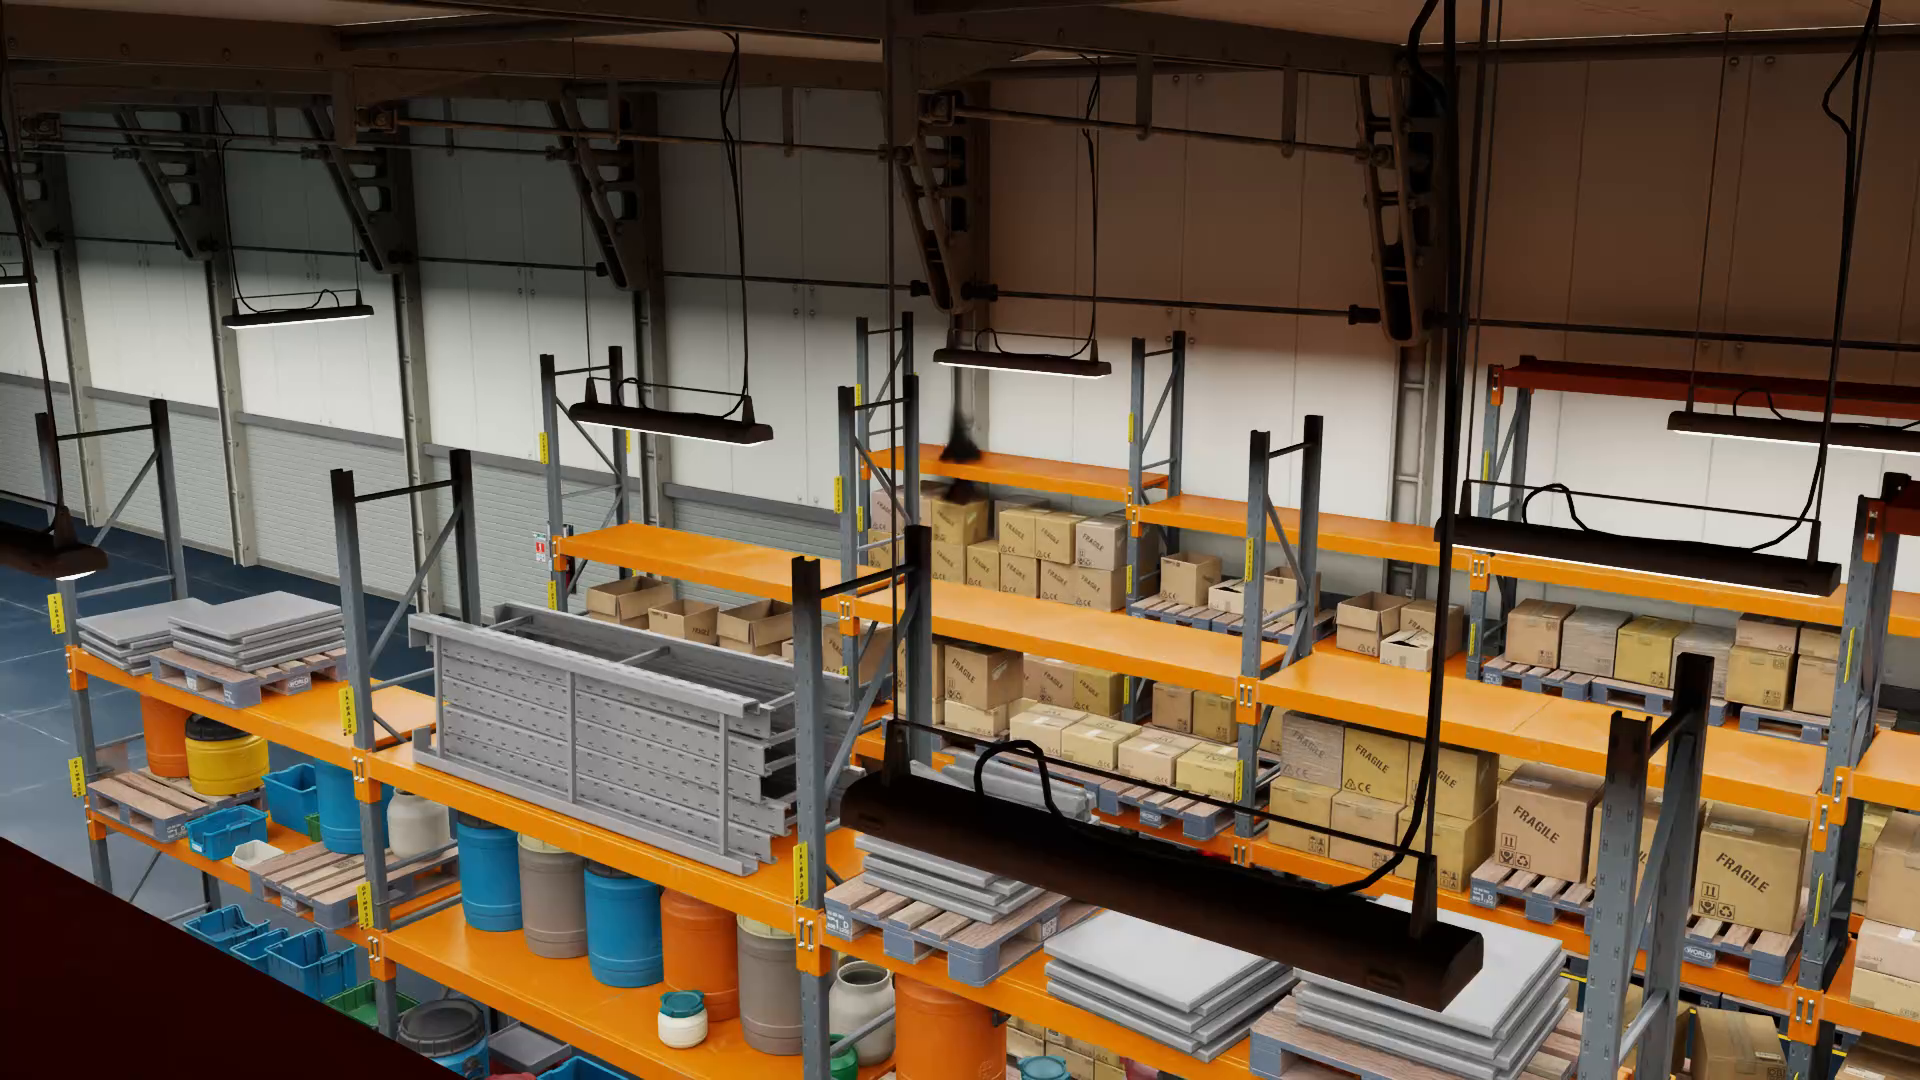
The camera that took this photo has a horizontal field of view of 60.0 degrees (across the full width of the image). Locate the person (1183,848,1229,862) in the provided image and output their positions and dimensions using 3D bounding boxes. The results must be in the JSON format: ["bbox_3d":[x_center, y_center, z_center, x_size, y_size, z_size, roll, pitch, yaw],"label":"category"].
[{"bbox_3d":[2.492,3.437,16.509,0.736,1.680,0.634,7,15,26],"label":"person"}]
